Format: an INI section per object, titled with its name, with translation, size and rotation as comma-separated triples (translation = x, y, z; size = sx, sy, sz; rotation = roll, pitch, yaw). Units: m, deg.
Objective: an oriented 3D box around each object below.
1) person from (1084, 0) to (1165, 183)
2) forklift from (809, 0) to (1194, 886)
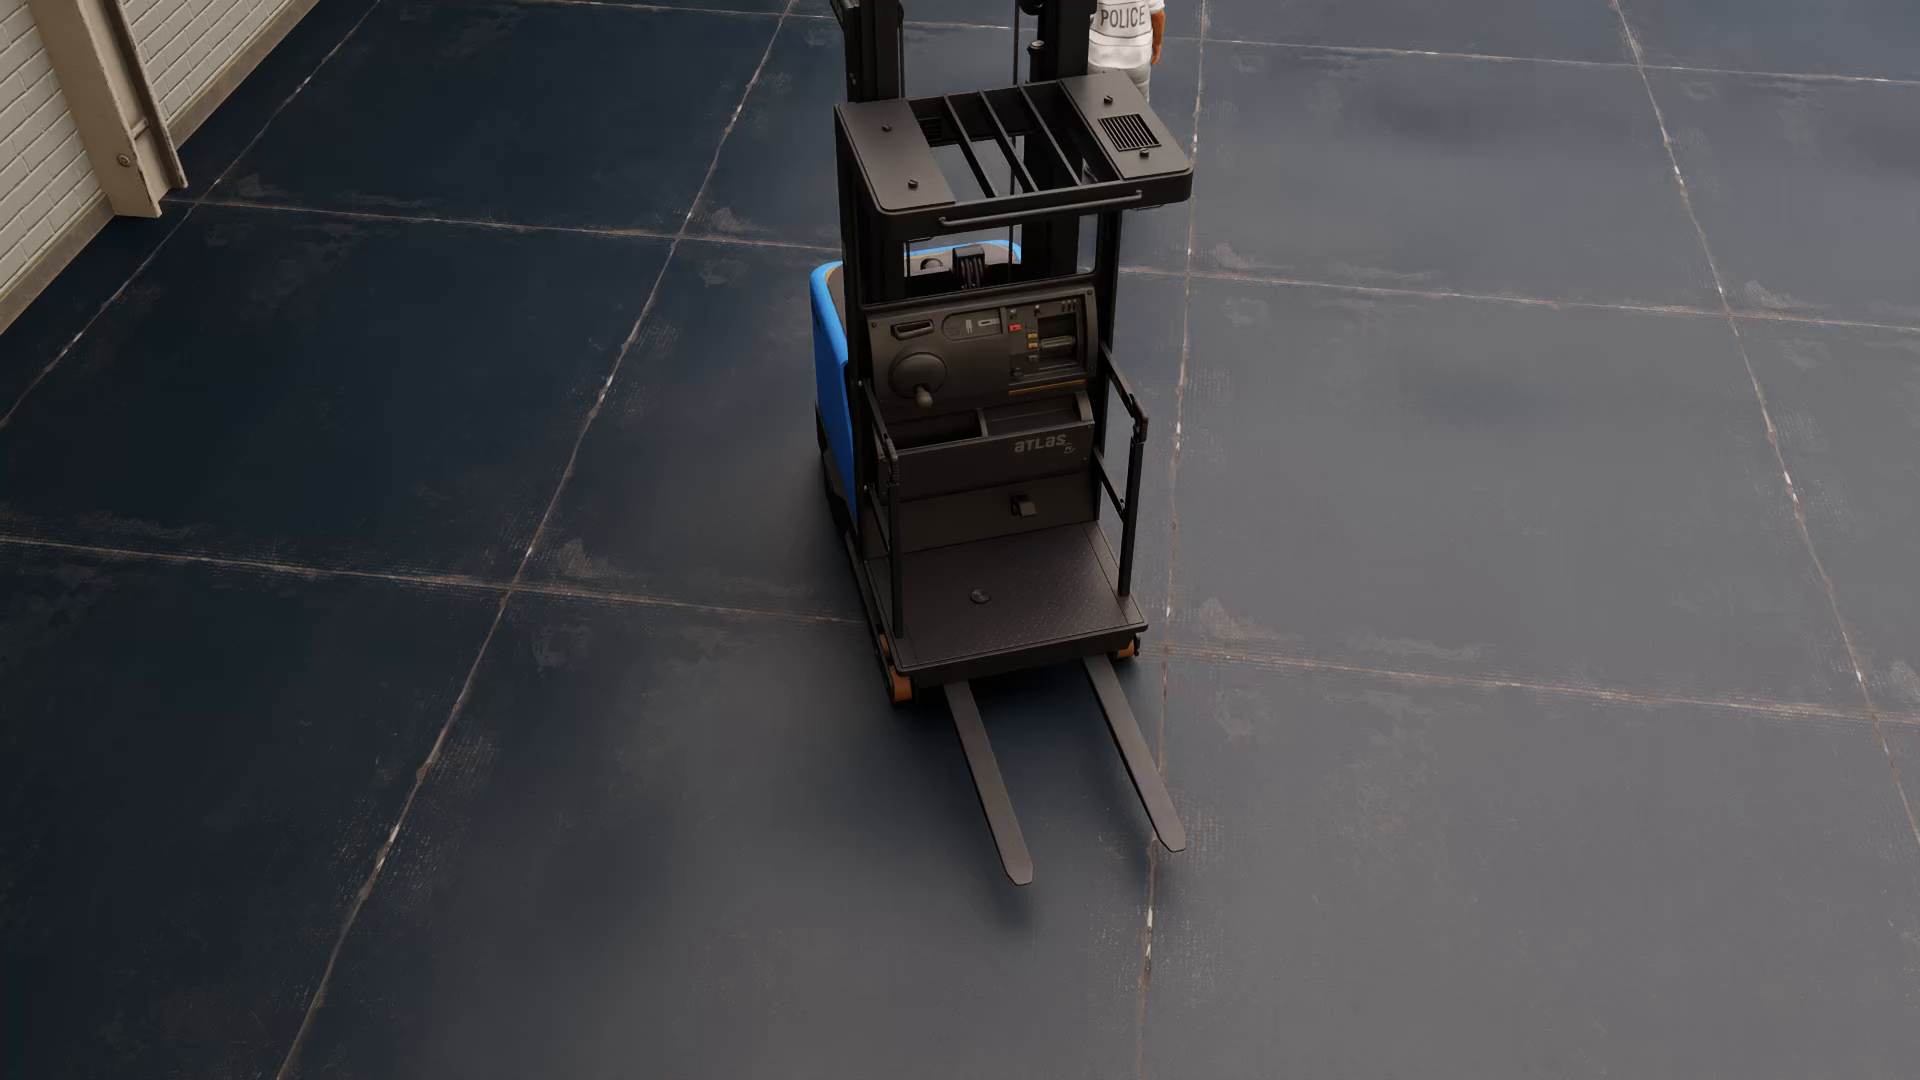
[person]
translation = 0.919, -2.892, 9.795
size = 0.598, 1.669, 0.529
rotation = -4, 43, -4
[forklift]
translation = 0.153, -0.681, 6.465
size = 1.130, 2.935, 3.031
rotation = -10, 44, -11
